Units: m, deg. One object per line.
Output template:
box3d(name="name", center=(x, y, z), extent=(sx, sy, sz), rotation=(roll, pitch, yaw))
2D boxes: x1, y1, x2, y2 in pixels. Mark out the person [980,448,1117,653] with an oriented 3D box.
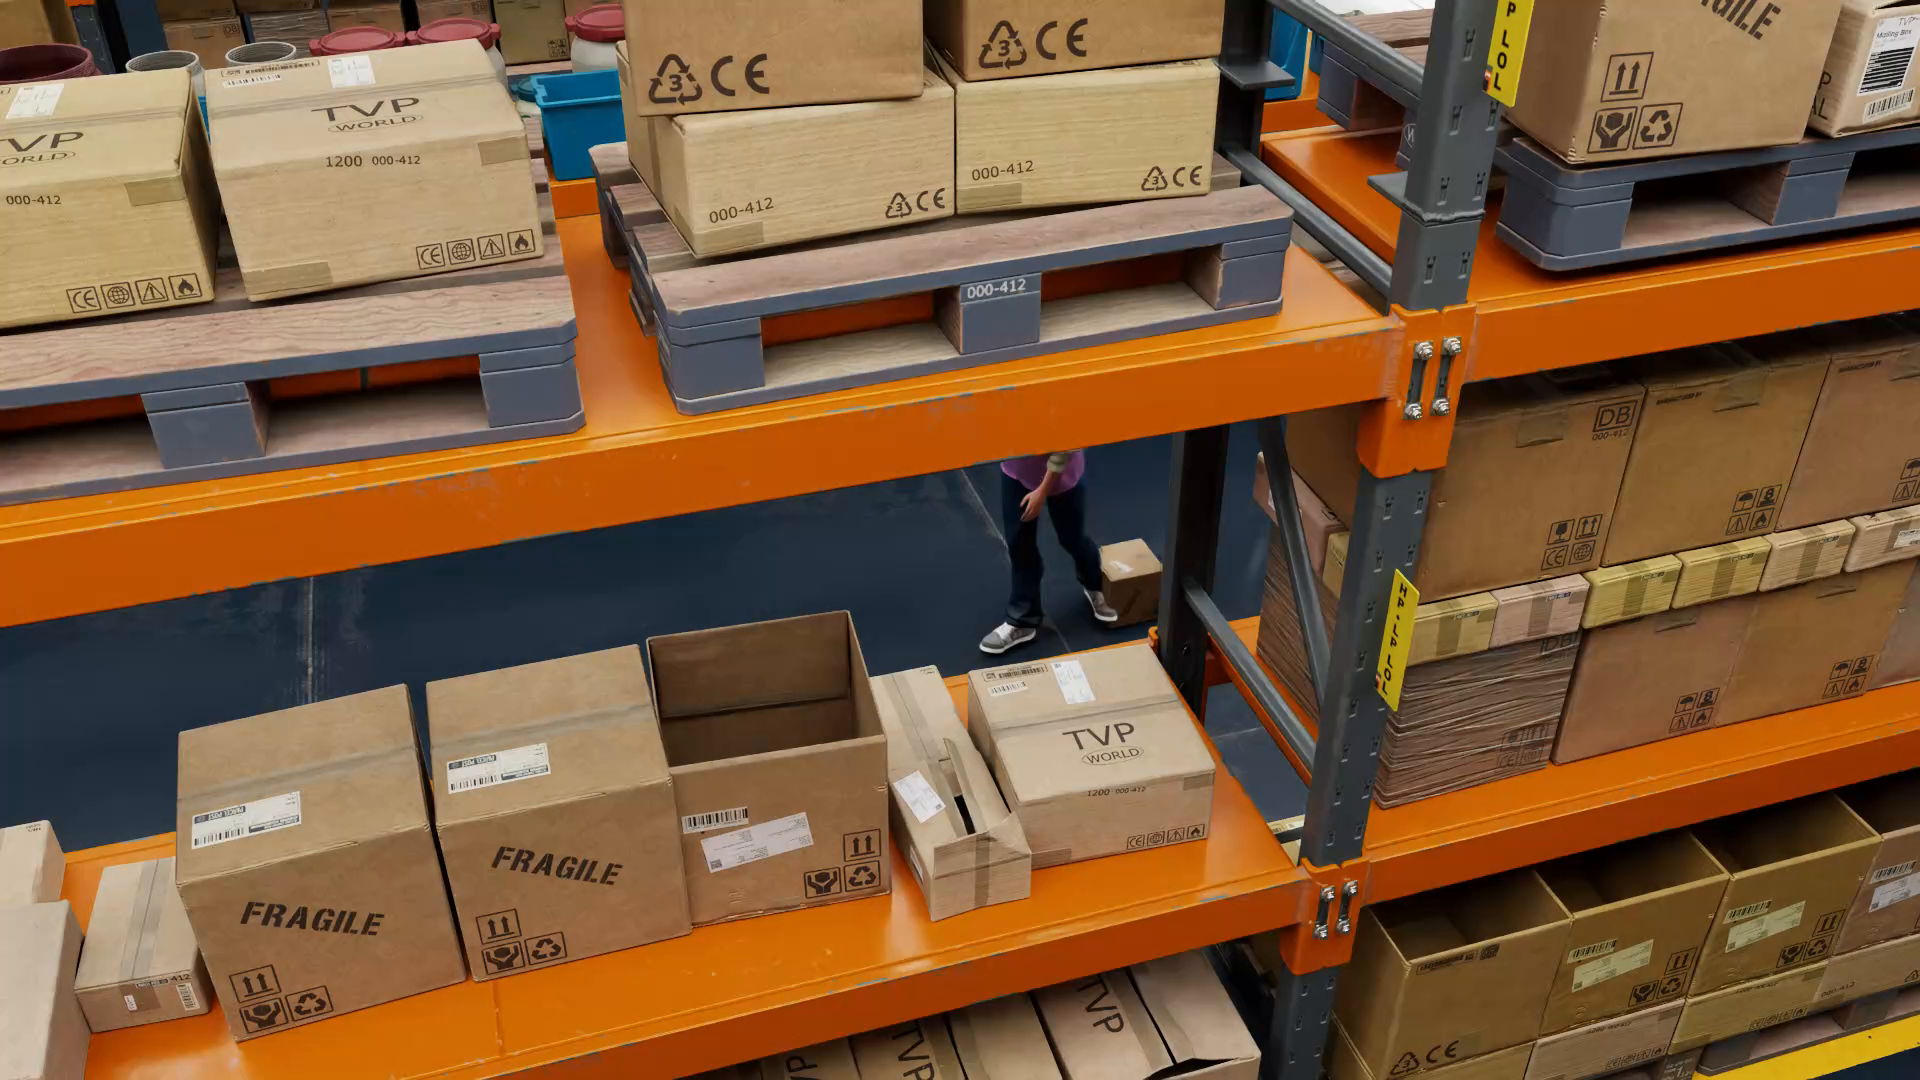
box3d(name="person", center=(0.360, -0.280, 6.556), extent=(0.639, 1.587, 0.439), rotation=(-28, 43, -35))
